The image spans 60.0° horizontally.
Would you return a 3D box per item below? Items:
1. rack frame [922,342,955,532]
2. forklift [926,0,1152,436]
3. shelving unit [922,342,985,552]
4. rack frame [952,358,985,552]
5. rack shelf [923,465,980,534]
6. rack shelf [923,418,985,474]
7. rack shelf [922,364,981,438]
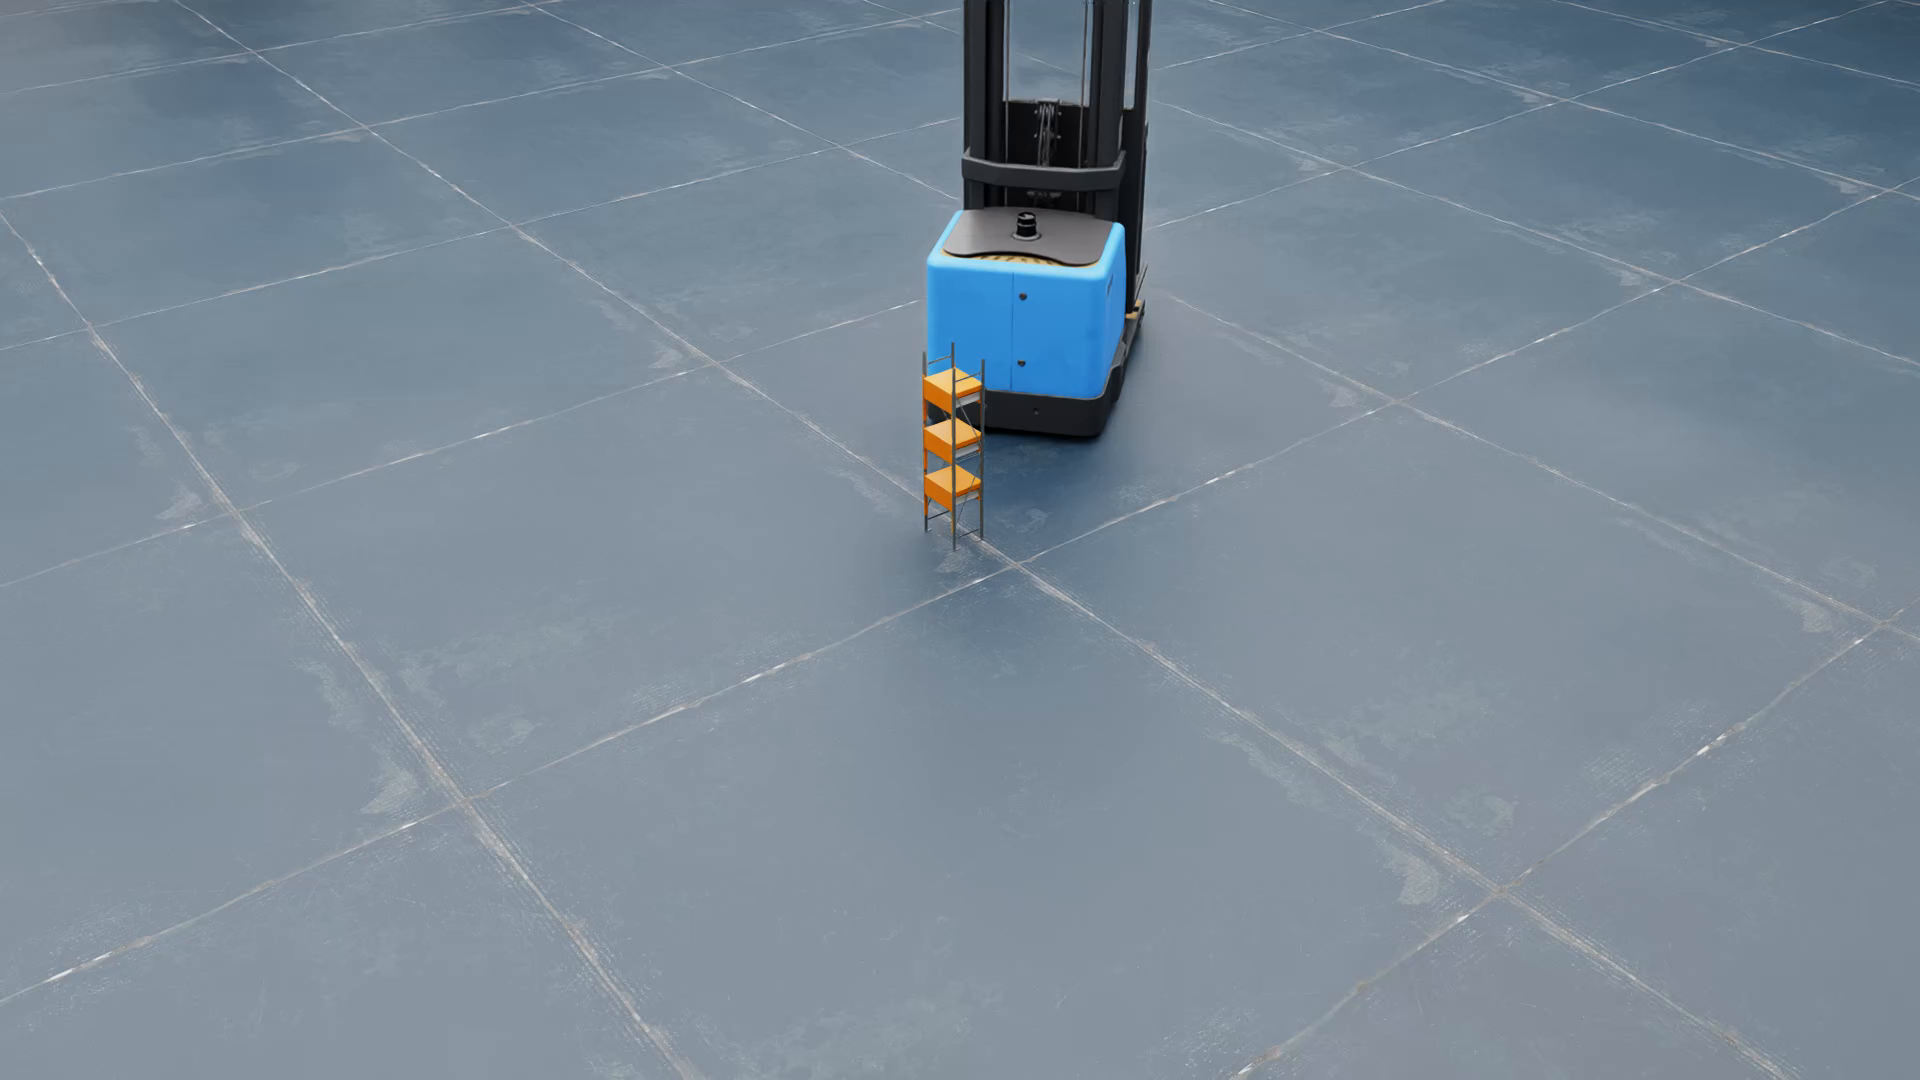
[{"bbox_3d":[-0.108,-0.519,8.591,0.200,1.050,0.008,-22,38,-31],"label":"rack frame"},{"bbox_3d":[0.616,-2.608,10.171,1.130,2.935,3.031,7,32,11],"label":"forklift"},{"bbox_3d":[-0.033,-0.468,8.509,0.215,1.050,0.252,-22,38,-31],"label":"shelving unit"},{"bbox_3d":[0.042,-0.417,8.427,0.200,1.050,0.008,-22,38,-31],"label":"rack frame"},{"bbox_3d":[-0.033,-0.223,8.661,0.215,0.259,0.240,-22,38,-31],"label":"rack shelf"},{"bbox_3d":[-0.033,-0.459,8.515,0.215,0.259,0.240,-22,38,-31],"label":"rack shelf"},{"bbox_3d":[-0.033,-0.700,8.365,0.215,0.259,0.240,-22,38,-31],"label":"rack shelf"}]
